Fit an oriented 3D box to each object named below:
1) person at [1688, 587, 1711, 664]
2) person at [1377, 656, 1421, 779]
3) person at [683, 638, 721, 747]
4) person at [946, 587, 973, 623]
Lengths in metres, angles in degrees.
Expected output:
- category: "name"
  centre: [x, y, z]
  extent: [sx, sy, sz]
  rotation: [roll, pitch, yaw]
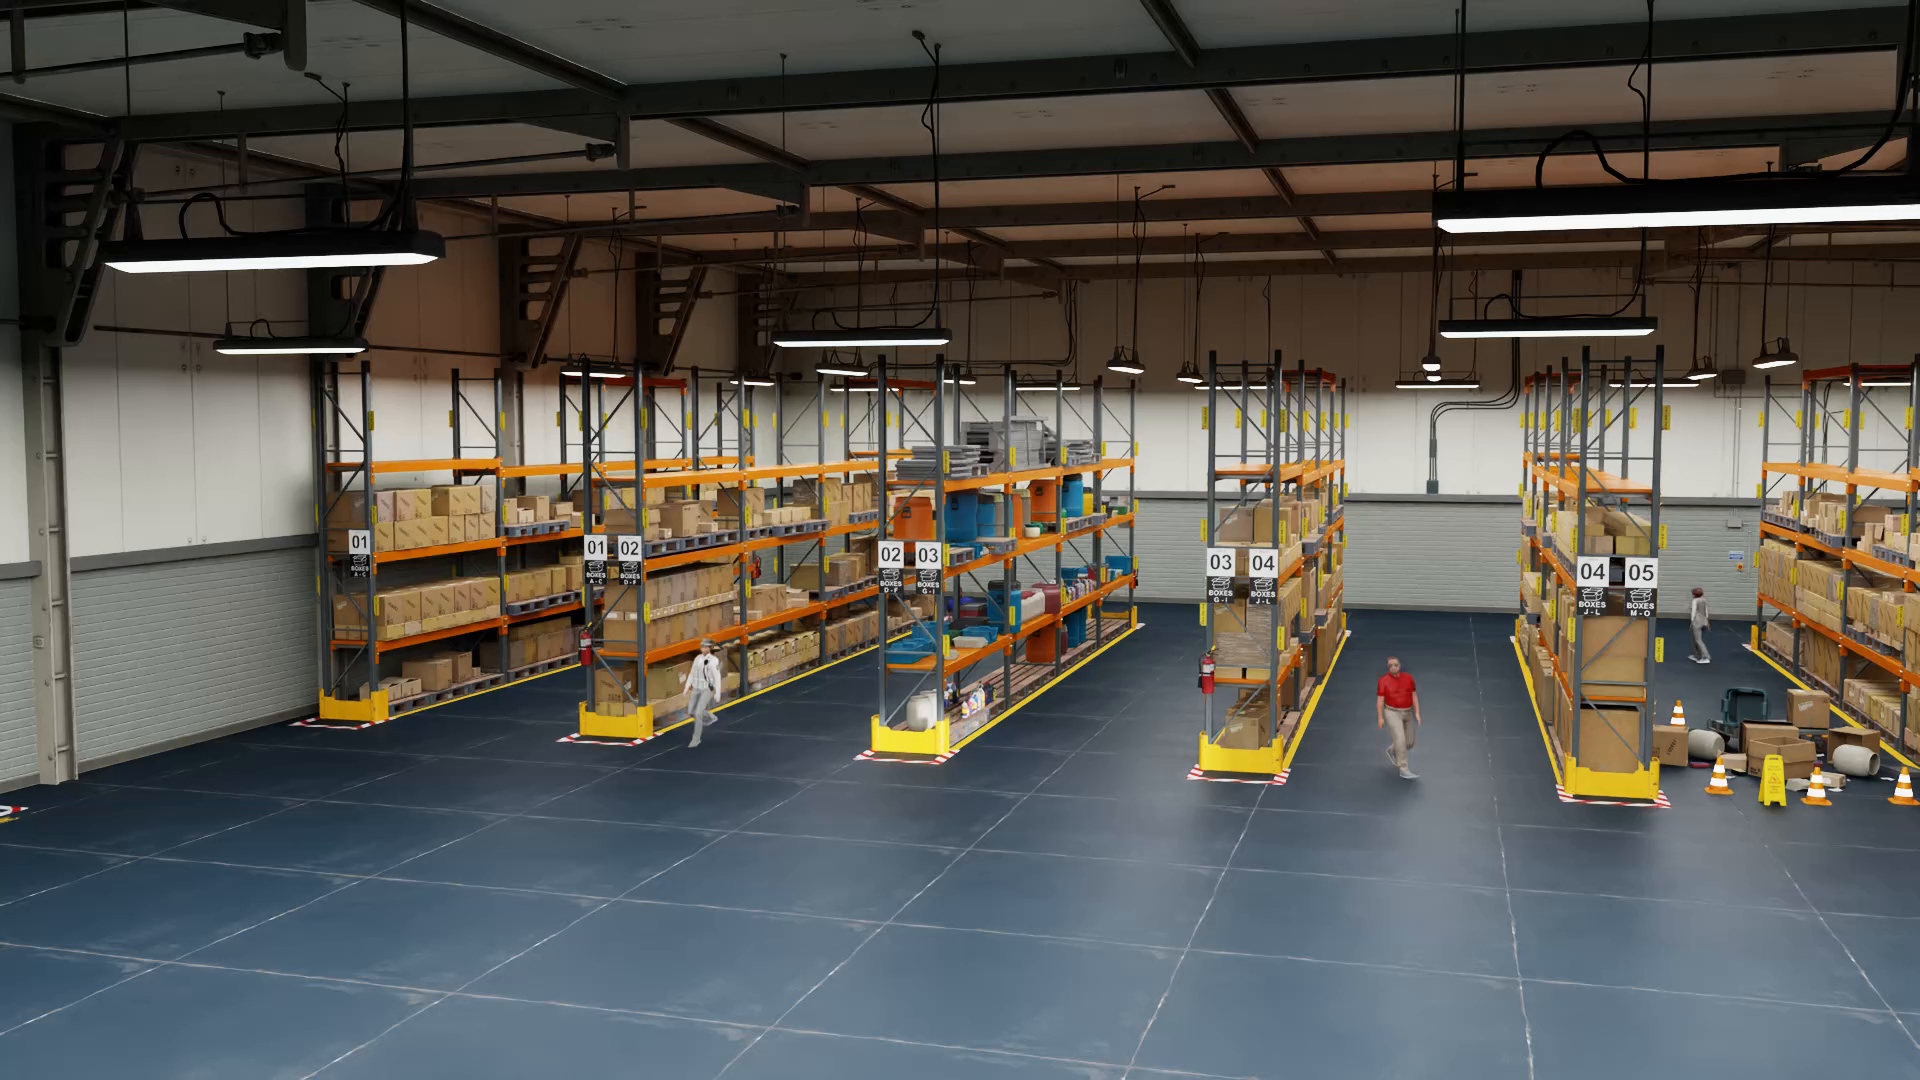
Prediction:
- category: "person"
  centre: [15.326, 1.757, 34.495]
  extent: [0.463, 1.570, 0.716]
  rotation: [-2, 5, -29]
- category: "person"
  centre: [6.203, 2.478, 23.483]
  extent: [0.546, 1.674, 0.883]
  rotation: [-1, 4, -17]
- category: "person"
  centre: [-3.979, 2.355, 25.820]
  extent: [0.561, 1.693, 0.673]
  rotation: [3, 5, 32]
- category: "person"
  centre: [0.039, 1.733, 34.840]
  extent: [0.581, 1.569, 0.741]
  rotation: [2, 5, 25]
